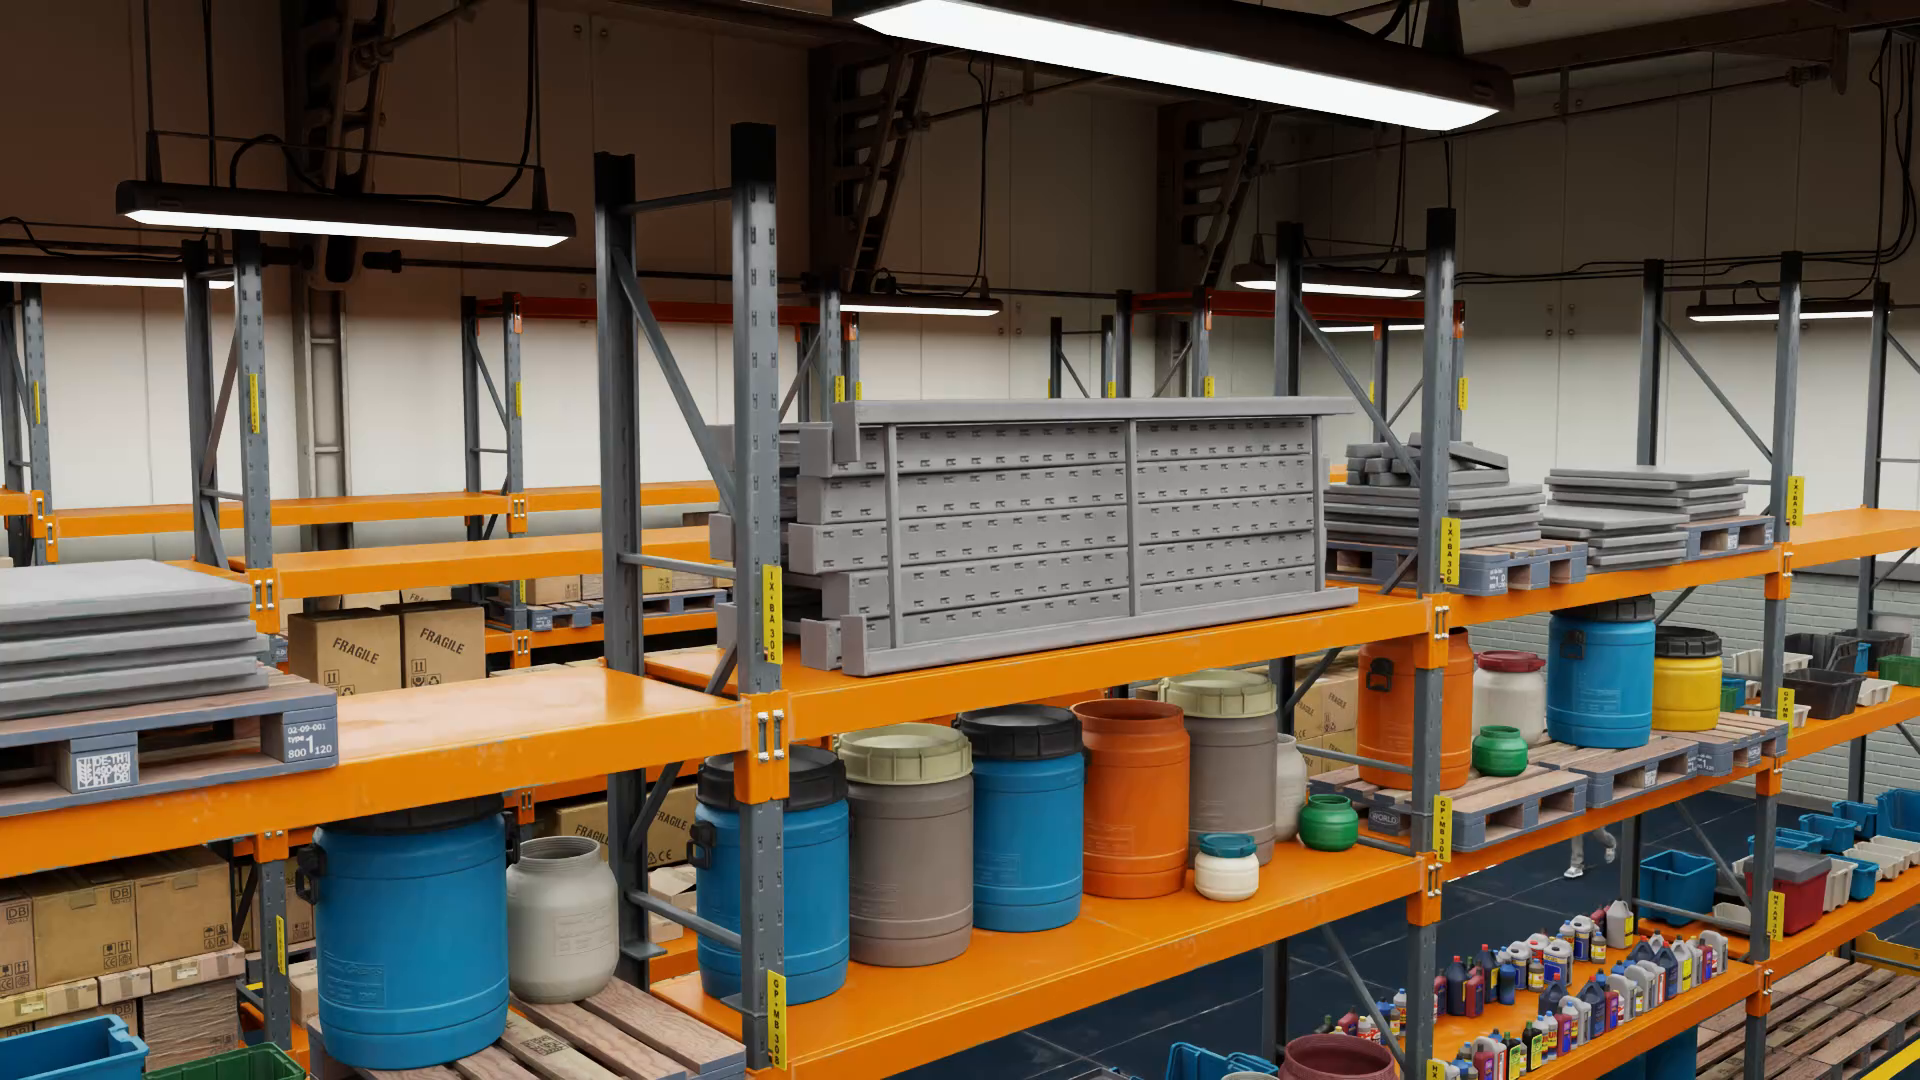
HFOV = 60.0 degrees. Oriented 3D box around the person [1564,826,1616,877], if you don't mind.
[{"bbox_3d":[6.649,2.726,17.427,0.768,1.563,0.416,-5,7,-43],"label":"person"}]
